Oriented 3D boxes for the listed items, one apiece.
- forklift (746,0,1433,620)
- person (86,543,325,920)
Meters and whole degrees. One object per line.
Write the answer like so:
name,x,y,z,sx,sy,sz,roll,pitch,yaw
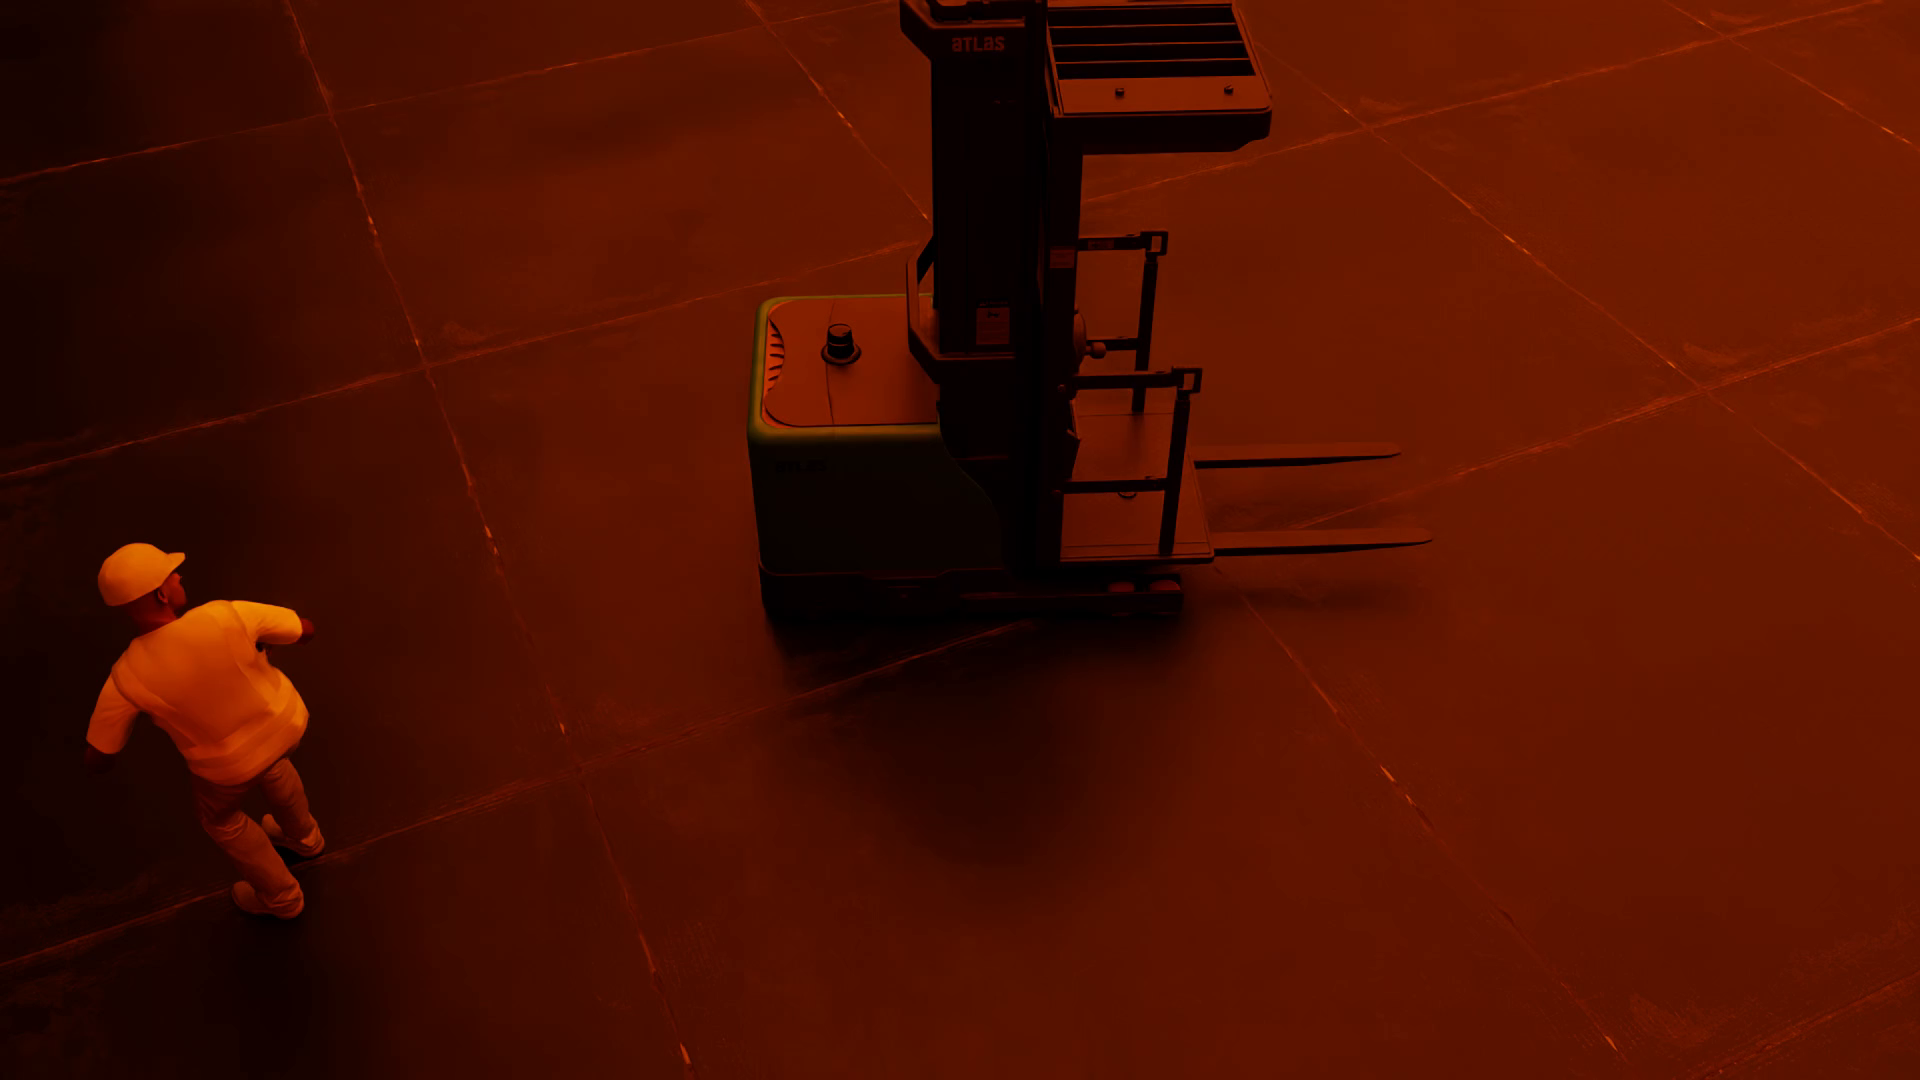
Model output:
forklift,0.610,-1.090,6.848,3.031,2.935,1.130,-2,43,-2
person,-2.632,0.675,5.876,0.550,1.709,0.818,29,50,28
